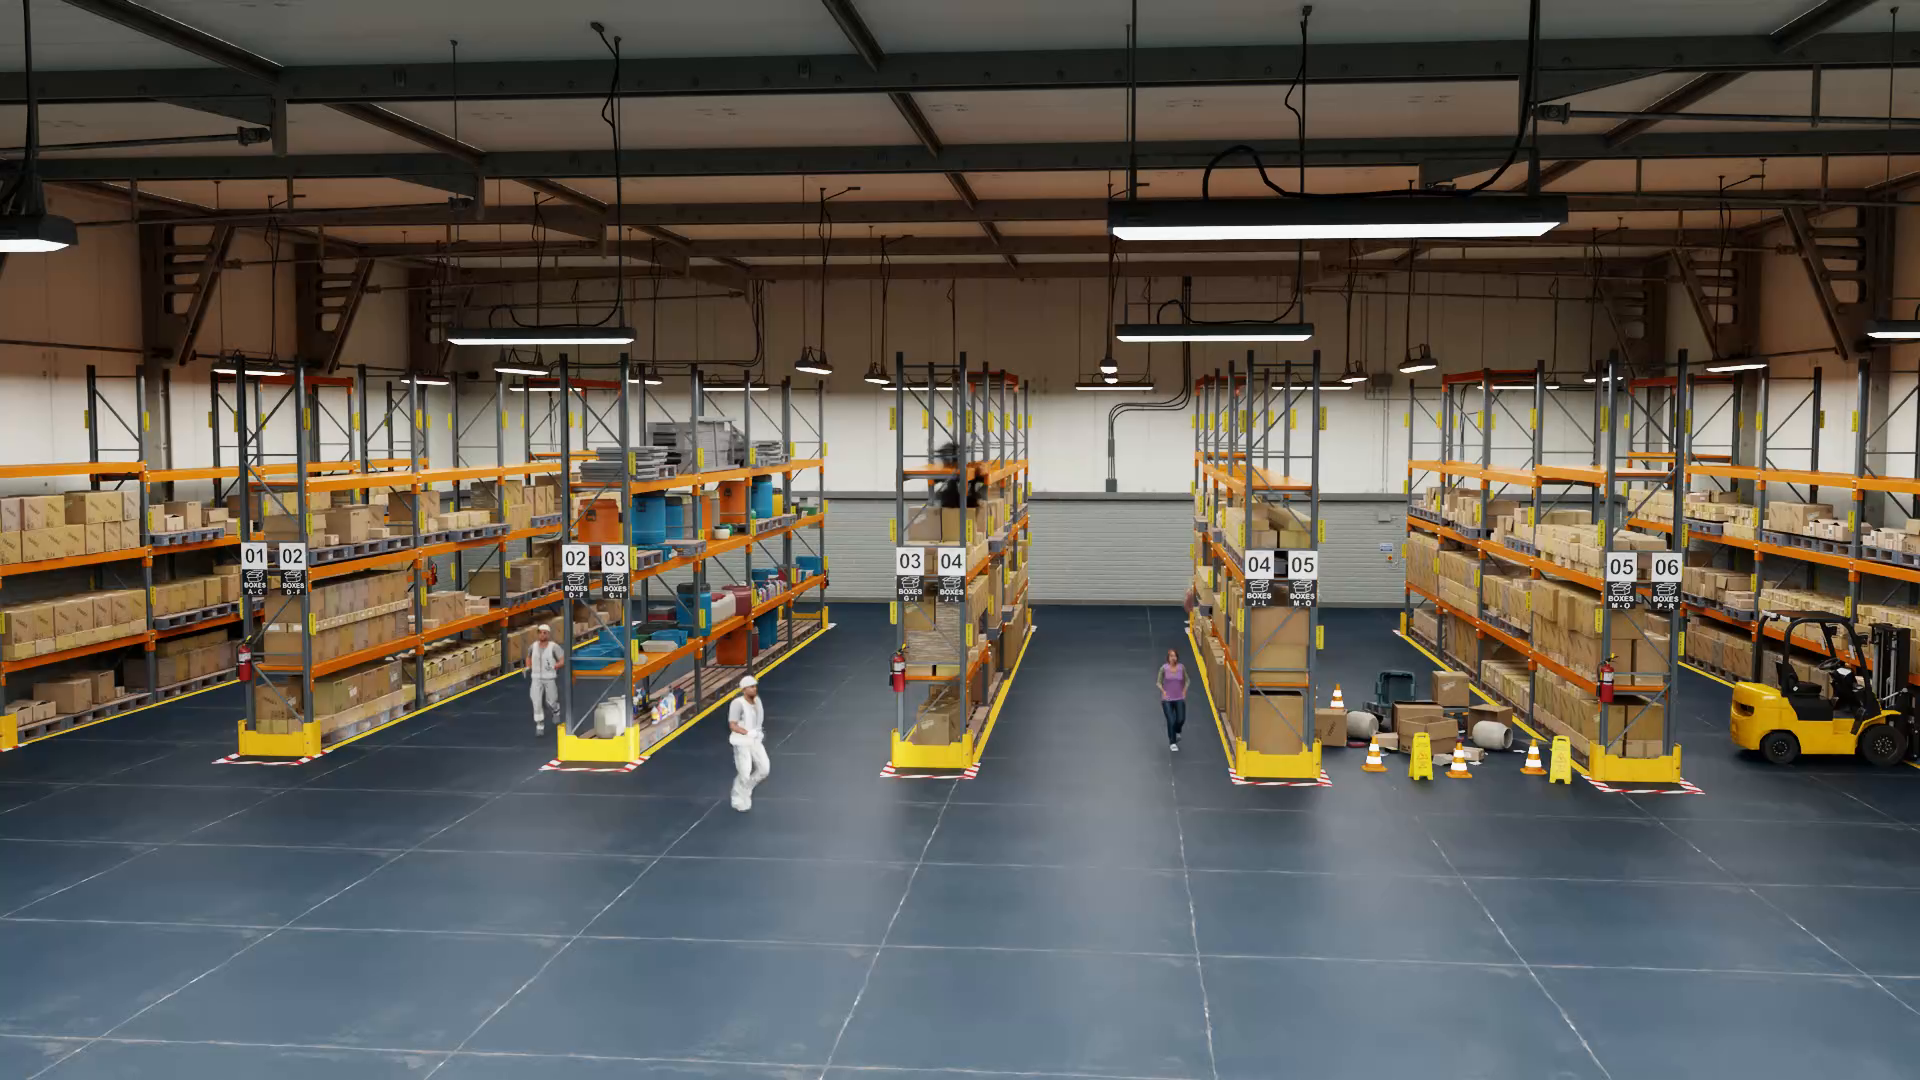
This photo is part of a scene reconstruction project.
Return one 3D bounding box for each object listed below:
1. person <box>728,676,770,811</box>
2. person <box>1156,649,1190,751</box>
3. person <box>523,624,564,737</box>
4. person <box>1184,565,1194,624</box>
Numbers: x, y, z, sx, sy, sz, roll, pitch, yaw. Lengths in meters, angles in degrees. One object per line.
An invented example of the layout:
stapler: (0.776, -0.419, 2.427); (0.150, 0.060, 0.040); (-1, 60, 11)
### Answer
person: (-2.675, 2.612, 21.335); (0.629, 1.755, 0.694); (3, 5, 35)
person: (3.241, 2.428, 25.278); (0.512, 1.554, 0.530); (0, 4, 2)
person: (-6.658, 2.231, 26.645); (0.668, 1.760, 0.868); (0, 4, 1)
person: (5.713, 1.302, 40.825); (0.531, 1.581, 0.640); (2, 4, 22)
